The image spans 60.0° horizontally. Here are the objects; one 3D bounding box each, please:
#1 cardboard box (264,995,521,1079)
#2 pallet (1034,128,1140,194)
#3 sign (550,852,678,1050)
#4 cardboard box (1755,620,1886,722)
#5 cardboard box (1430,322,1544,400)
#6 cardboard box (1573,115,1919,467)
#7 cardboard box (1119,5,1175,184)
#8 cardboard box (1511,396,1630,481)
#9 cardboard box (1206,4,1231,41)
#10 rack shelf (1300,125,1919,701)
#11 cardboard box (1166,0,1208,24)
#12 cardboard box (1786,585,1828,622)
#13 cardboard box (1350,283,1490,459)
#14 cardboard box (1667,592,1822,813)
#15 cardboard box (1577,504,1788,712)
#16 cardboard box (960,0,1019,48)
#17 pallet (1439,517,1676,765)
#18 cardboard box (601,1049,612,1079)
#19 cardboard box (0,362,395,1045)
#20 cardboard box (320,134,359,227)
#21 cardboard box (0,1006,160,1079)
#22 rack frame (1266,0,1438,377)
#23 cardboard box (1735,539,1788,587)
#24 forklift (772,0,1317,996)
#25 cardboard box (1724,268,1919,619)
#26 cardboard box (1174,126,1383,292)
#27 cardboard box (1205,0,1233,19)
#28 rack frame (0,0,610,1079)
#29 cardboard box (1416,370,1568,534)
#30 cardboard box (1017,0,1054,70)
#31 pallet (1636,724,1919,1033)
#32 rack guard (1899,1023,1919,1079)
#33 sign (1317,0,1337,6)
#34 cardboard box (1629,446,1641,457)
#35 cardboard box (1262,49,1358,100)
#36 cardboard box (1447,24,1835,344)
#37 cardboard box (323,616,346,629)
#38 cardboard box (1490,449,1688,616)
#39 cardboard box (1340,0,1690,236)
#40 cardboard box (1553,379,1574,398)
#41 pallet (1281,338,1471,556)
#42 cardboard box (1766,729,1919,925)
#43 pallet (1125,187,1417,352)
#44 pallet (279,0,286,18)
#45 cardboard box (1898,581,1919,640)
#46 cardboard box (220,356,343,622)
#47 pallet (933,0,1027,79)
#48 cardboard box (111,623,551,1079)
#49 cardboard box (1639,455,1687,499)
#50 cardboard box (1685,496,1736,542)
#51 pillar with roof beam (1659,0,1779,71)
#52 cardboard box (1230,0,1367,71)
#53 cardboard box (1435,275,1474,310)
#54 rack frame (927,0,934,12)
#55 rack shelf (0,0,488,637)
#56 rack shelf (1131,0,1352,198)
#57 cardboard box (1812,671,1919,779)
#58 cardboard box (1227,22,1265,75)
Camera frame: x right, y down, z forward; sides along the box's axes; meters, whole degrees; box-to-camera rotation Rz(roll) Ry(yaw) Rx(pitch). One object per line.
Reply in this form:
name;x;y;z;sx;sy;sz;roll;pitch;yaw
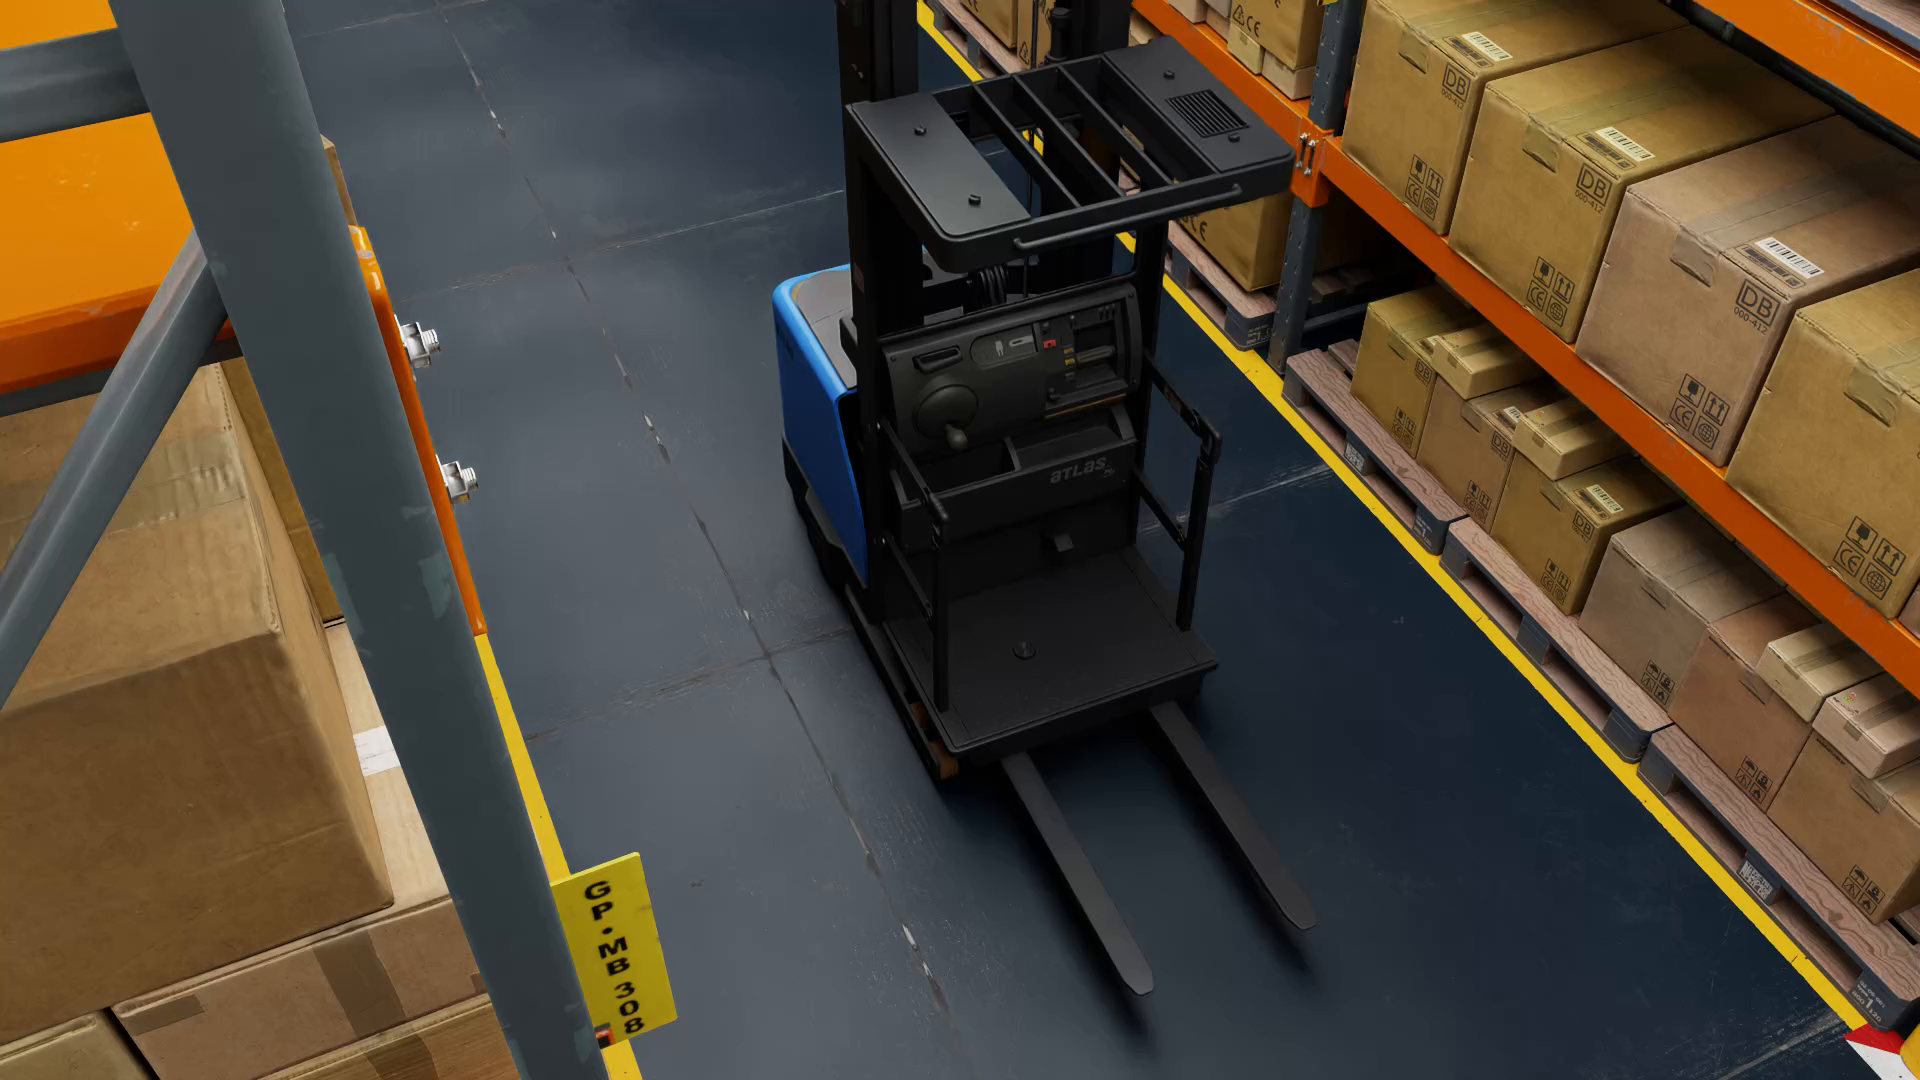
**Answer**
cardboard box;-0.846;0.568;2.379;0.500;0.250;0.500;-18;47;-17
pallet;1.040;-2.285;9.285;1.003;0.211;1.213;-18;47;-17
sign;-0.369;0.445;1.774;0.100;0.325;0.005;-18;47;-17
cardboard box;2.919;0.421;5.575;0.380;0.149;0.250;-17;47;-16
cardboard box;2.150;-0.741;6.754;0.380;0.149;0.250;-17;47;-16
cardboard box;2.780;-0.859;5.640;0.980;0.700;0.700;-20;48;-19
cardboard box;1.182;-2.355;8.602;0.750;0.750;0.750;-17;47;-16
cardboard box;2.370;-0.409;6.416;0.380;0.149;0.250;-19;48;-19
cardboard box;1.356;-2.412;7.592;0.380;0.149;0.250;-17;47;-16
rack shelf;2.791;-0.499;6.001;1.077;0.370;4.000;-18;47;-17
cardboard box;1.191;-2.563;7.745;0.380;0.149;0.250;-18;47;-17
cardboard box;3.162;0.150;5.850;0.380;0.149;0.250;-18;47;-17
cardboard box;2.171;-0.783;7.257;0.700;0.500;0.500;-17;47;-17
cardboard box;3.036;0.524;5.933;0.700;0.500;0.500;-18;47;-18
cardboard box;2.824;0.204;6.257;0.700;0.500;0.500;-19;48;-19
cardboard box;0.458;-3.456;9.717;0.750;0.750;0.750;-19;48;-18
pallet;2.716;0.249;6.716;1.003;0.211;1.213;-18;47;-17
cardboard box;-0.808;1.232;2.951;0.500;0.500;0.500;-17;47;-16
cardboard box;-1.092;0.203;1.859;0.700;0.500;0.500;-18;47;-17
cardboard box;-2.539;-1.118;5.746;0.700;0.500;0.500;-34;54;-30
cardboard box;-1.308;0.540;2.051;0.500;0.250;0.500;-18;47;-17
rack frame;1.950;-2.030;7.040;1.000;3.000;0.127;-18;47;-17
cardboard box;3.055;-0.011;6.014;0.380;0.149;0.250;-17;47;-17
forklift;0.281;-0.494;5.532;1.130;2.935;3.031;-17;47;-16
cardboard box;3.092;-0.370;5.145;0.980;0.700;0.700;-18;48;-18
cardboard box;1.559;-1.790;8.029;0.750;0.750;0.750;-18;47;-17
cardboard box;1.304;-2.720;7.443;0.500;0.500;0.500;-18;47;-17
rack frame;-0.858;-0.152;0.866;0.949;2.616;0.053;-18;47;-17
cardboard box;2.380;-0.462;6.932;0.700;0.500;0.500;-18;48;-18
cardboard box;0.821;-2.896;9.149;0.750;0.750;0.750;-18;47;-18
pallet;3.225;1.025;5.929;1.003;0.211;1.213;-18;47;-17
rack guard;3.642;1.424;5.319;1.175;0.500;0.348;-18;47;-17
sign;1.462;-2.247;6.493;0.100;0.325;0.005;-18;47;-17
cardboard box;2.731;-0.500;6.509;0.380;0.149;0.250;-18;47;-17
cardboard box;1.551;-2.079;7.255;0.380;0.149;0.250;-18;47;-17
cardboard box;2.465;-1.319;6.107;0.980;0.700;0.700;-19;48;-18
cardboard box;-1.045;0.067;2.530;0.500;0.250;0.500;-18;47;-17
cardboard box;2.594;-0.134;6.600;0.700;0.500;0.500;-17;47;-16
cardboard box;2.163;-1.786;6.580;0.980;0.700;0.700;-17;47;-17
cardboard box;2.625;-0.662;6.673;0.380;0.149;0.250;-19;48;-19
pallet;2.199;-0.530;7.505;1.003;0.211;1.213;-18;47;-17
cardboard box;3.247;0.843;5.610;0.700;0.500;0.500;-18;47;-17
pallet;1.557;-1.507;8.496;1.003;0.211;1.213;-18;47;-17
pallet;-3.876;-2.634;7.789;1.213;0.211;1.003;-18;47;-17
cardboard box;3.408;0.090;4.678;0.980;0.700;0.700;-16;47;-16
cardboard box;-1.225;-0.141;2.207;0.700;0.500;0.500;-18;47;-17
pallet;0.531;-3.062;10.071;1.003;0.211;1.213;-18;47;-17
cardboard box;-0.841;0.388;2.205;0.500;0.250;0.500;-18;47;-17
cardboard box;2.840;-0.336;6.343;0.380;0.149;0.250;-19;48;-18
cardboard box;2.946;-0.175;6.179;0.380;0.149;0.250;-18;47;-17
pillar with roof beam;-0.877;-2.703;3.452;9.100;9.000;0.400;-18;47;-17
cardboard box;1.527;-2.398;7.116;0.500;0.500;0.500;-19;48;-18
cardboard box;2.291;-1.165;7.182;0.380;0.149;0.250;-18;47;-18
rack frame;0.268;-4.579;9.624;1.000;3.000;0.127;-18;47;-17
rack shelf;-1.702;-1.168;2.410;1.077;0.370;4.000;-18;47;-17
rack shelf;1.109;-3.048;8.585;1.077;0.370;4.000;-18;47;-17
cardboard box;3.028;0.584;5.410;0.380;0.149;0.250;-19;48;-18
cardboard box;1.423;-2.233;7.411;0.380;0.149;0.250;-17;47;-17
